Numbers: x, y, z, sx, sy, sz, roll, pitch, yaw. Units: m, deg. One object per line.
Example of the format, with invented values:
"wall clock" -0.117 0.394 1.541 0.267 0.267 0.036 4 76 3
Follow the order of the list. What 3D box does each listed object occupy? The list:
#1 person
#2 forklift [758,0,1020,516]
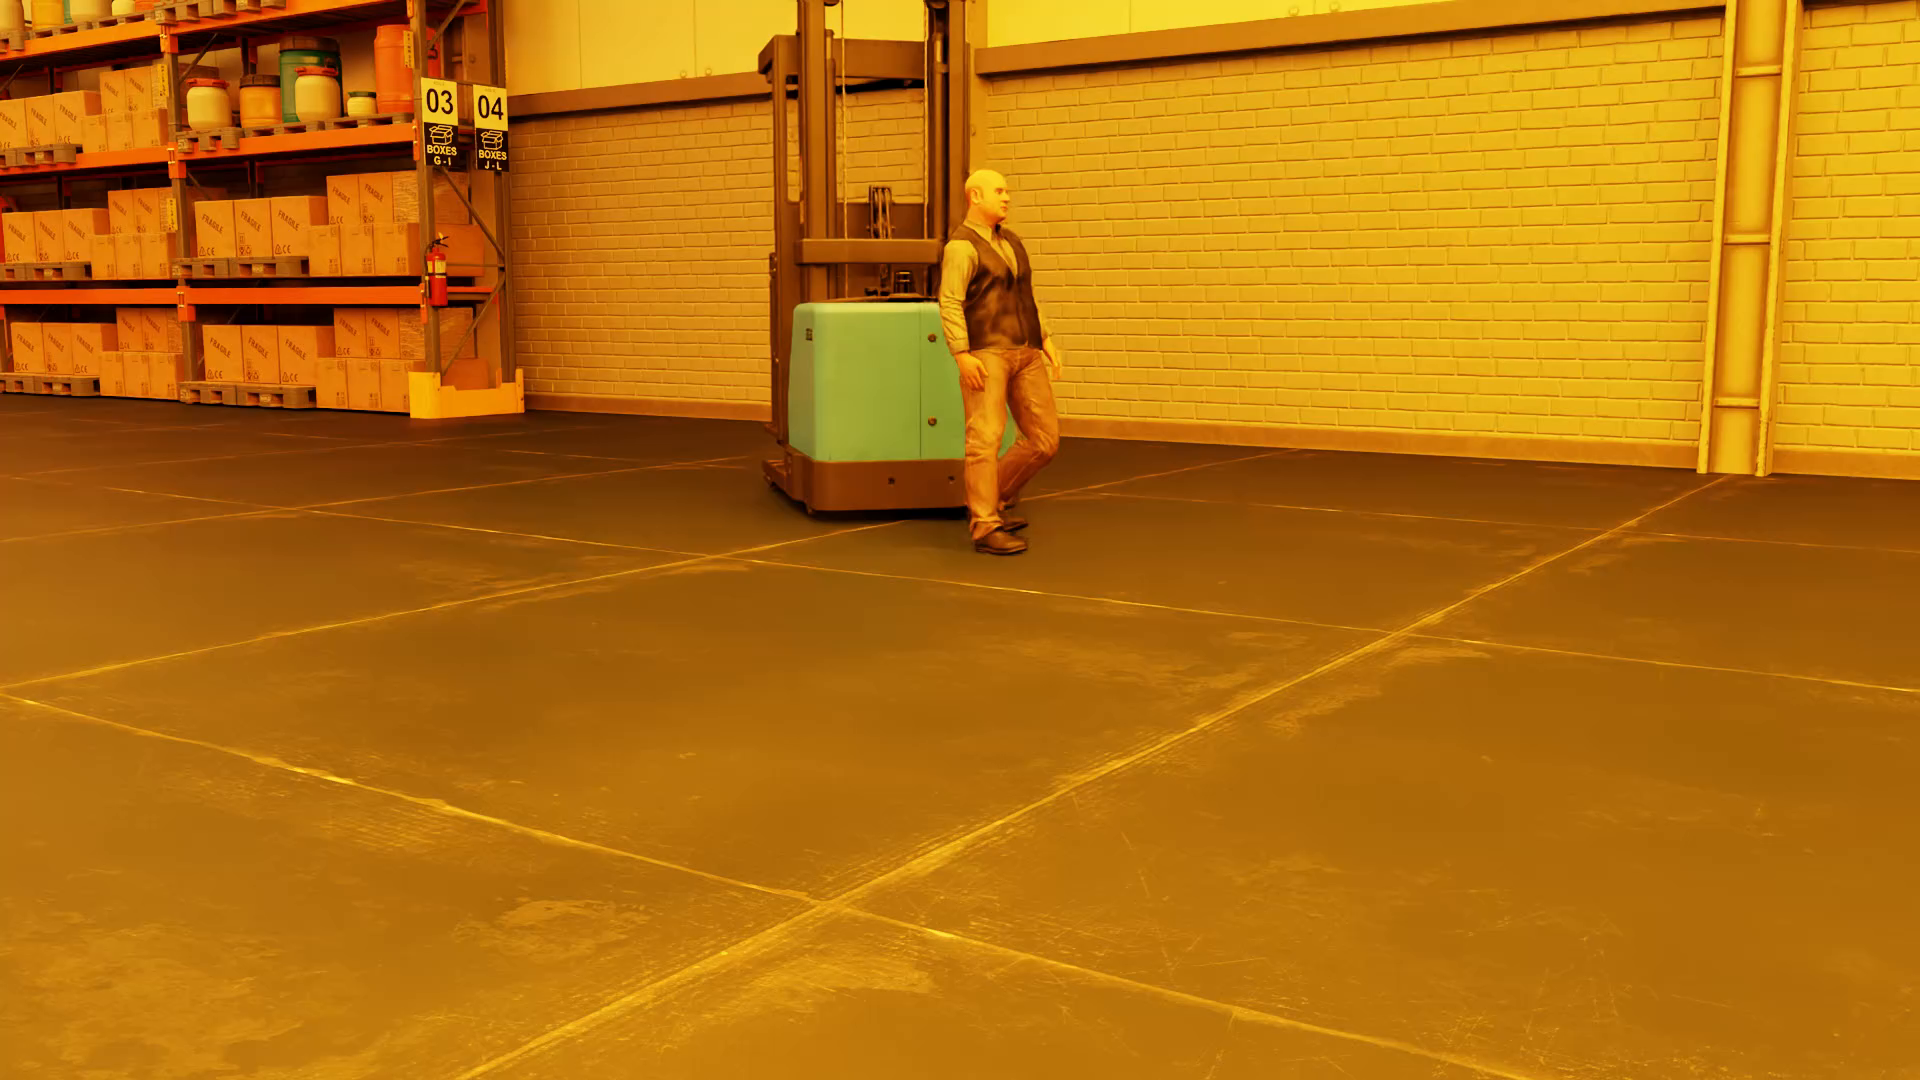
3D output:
"person" 0.234 -0.803 7.412 0.665 1.679 0.687 8 11 43
"forklift" -0.539 -1.742 9.443 1.130 2.935 3.031 -2 8 -13
